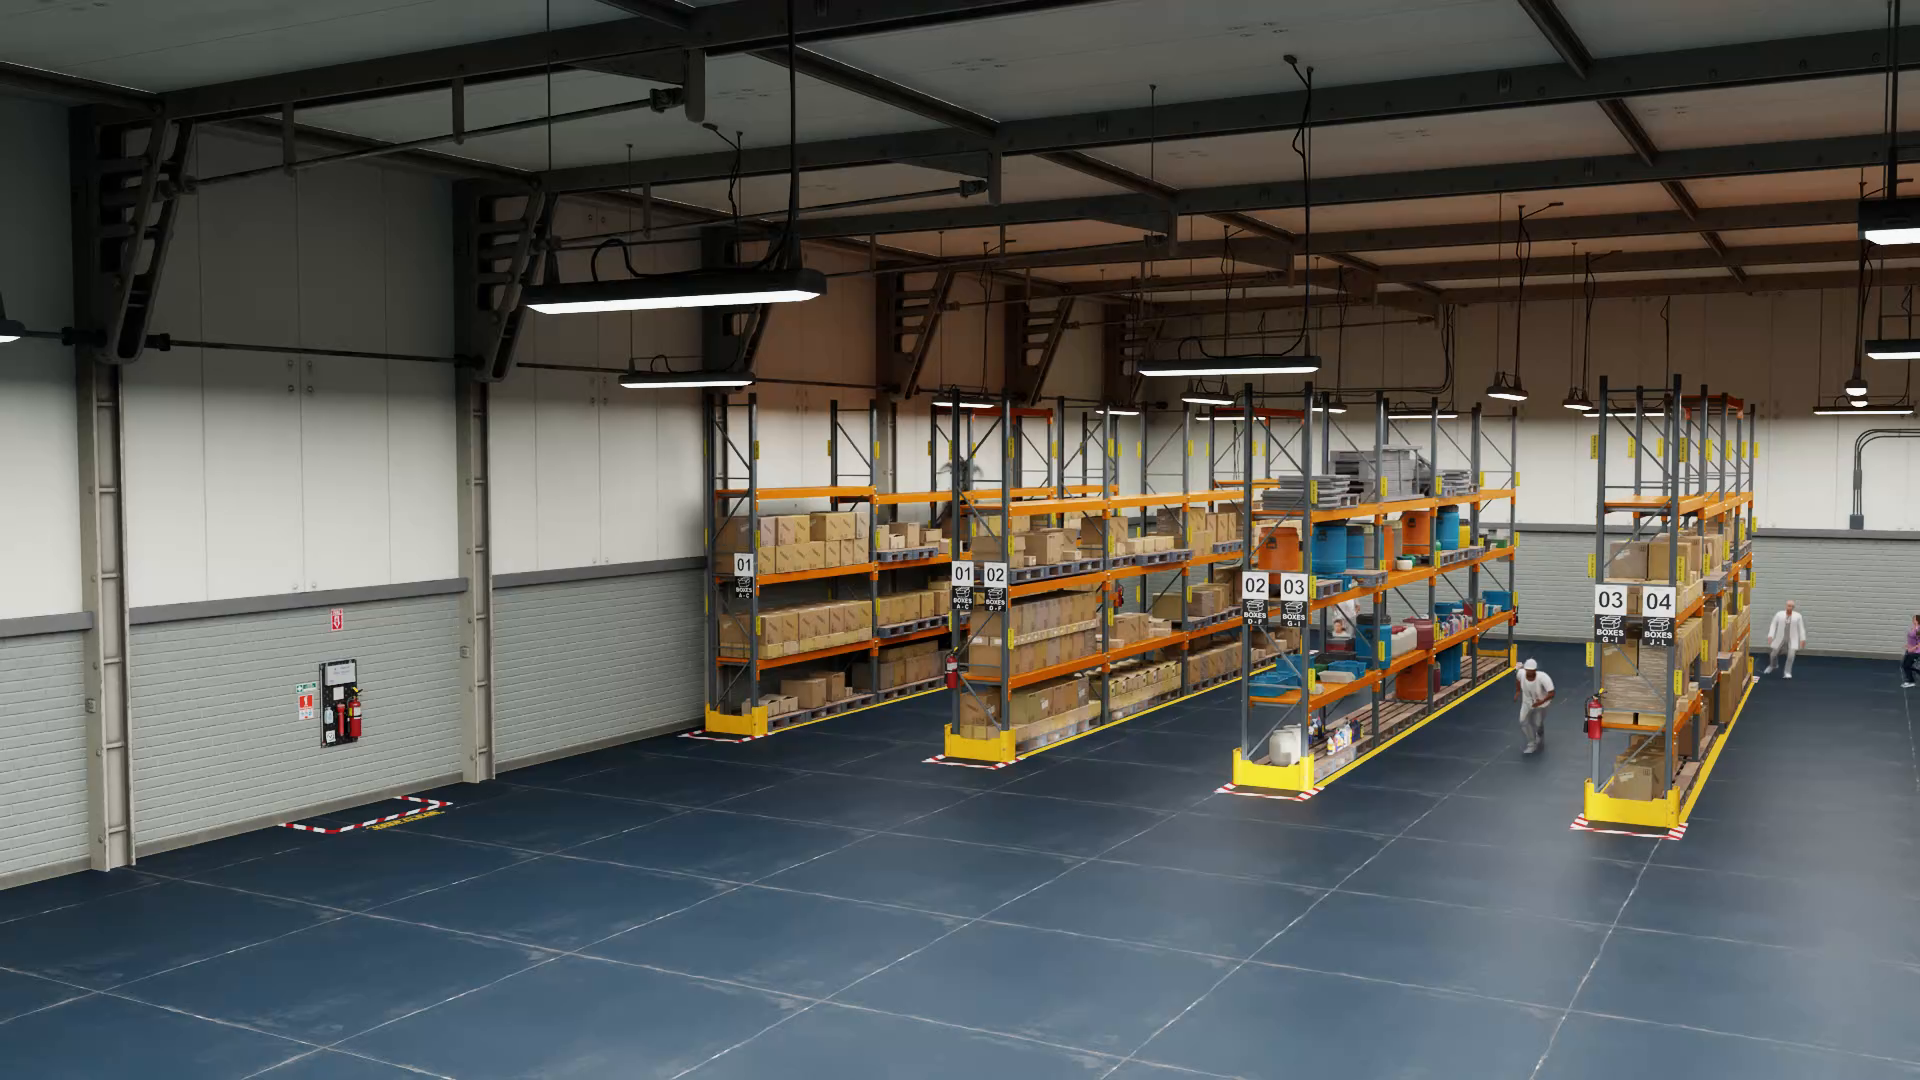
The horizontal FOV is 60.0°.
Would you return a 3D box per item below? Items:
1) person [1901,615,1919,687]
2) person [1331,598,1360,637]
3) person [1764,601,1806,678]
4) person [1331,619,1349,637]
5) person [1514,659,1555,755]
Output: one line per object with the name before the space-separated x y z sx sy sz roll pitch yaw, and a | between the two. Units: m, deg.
person | 20.189 2.352 35.047 0.535 1.551 0.594 0 3 2
person | 9.426 1.929 40.661 0.690 1.757 0.748 0 3 6
person | 18.141 2.169 36.547 0.824 1.719 0.719 2 3 28
person | 7.642 2.373 33.435 0.560 1.614 0.701 3 4 45
person | 9.558 2.715 27.558 0.711 1.592 1.141 2 4 35
